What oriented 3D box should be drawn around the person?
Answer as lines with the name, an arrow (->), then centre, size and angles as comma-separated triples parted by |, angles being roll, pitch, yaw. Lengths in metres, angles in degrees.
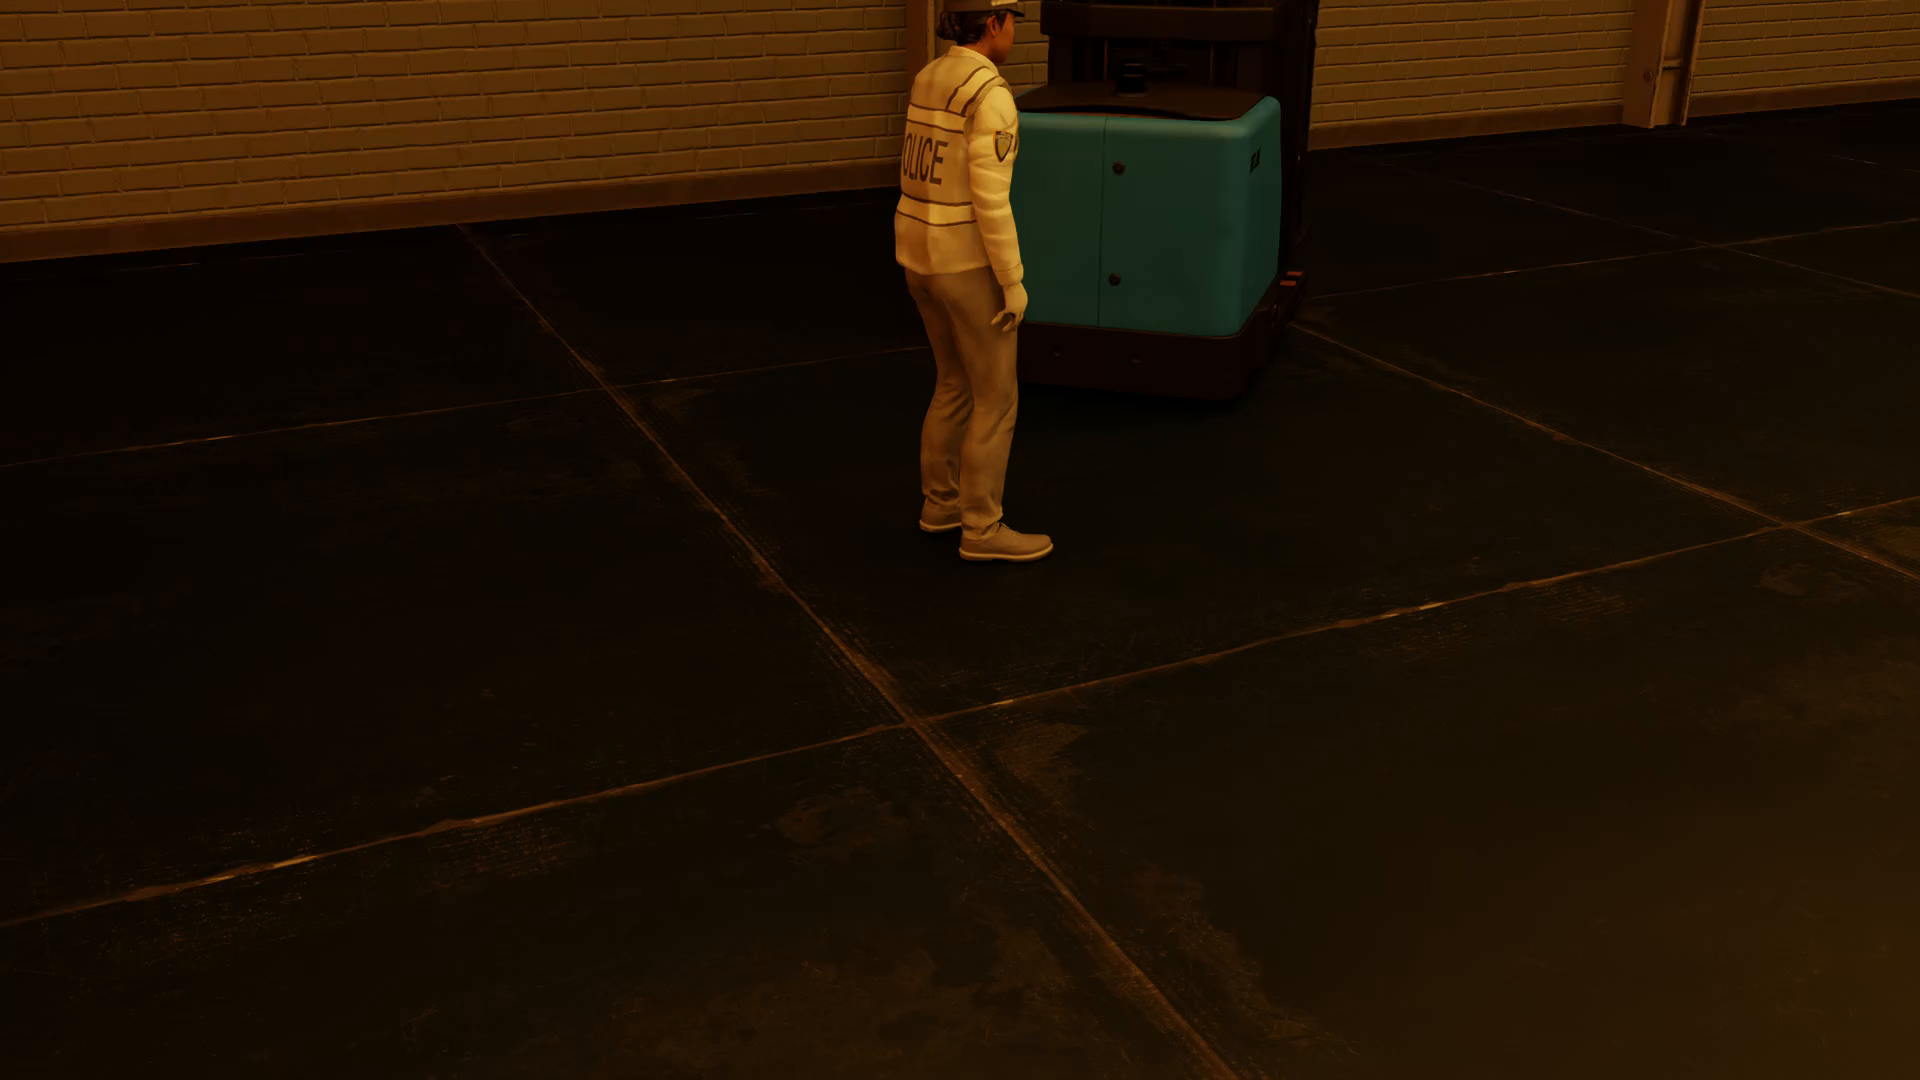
person -> 0.020, -0.777, 4.813 | 0.373, 1.662, 0.542 | -12, 25, -26

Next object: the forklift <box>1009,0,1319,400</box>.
forklift -> 0.986, -2.408, 7.082 | 1.130, 2.935, 3.031 | 7, 24, 17
